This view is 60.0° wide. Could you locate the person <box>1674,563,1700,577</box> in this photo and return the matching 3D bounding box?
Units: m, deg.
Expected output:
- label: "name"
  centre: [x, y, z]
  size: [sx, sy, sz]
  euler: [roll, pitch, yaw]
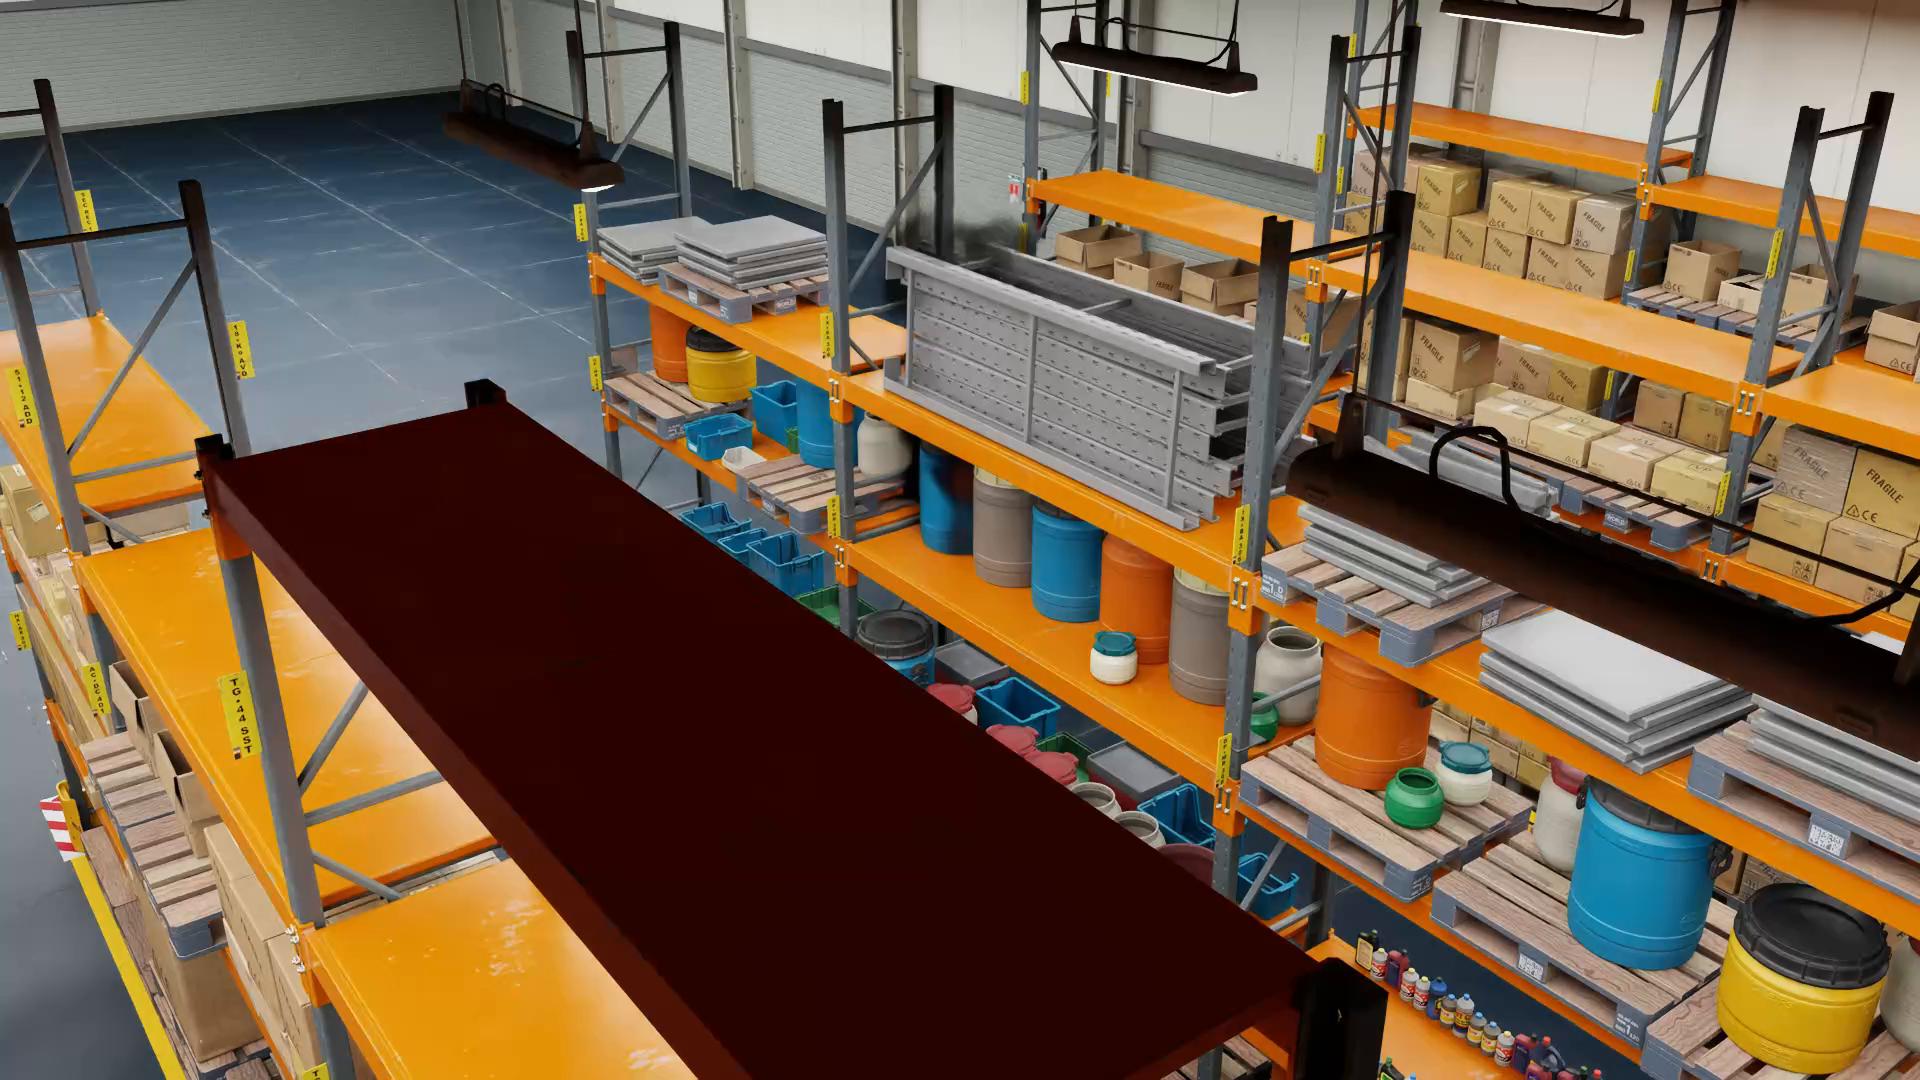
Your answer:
- label: "person"
  centre: [6.304, 0.949, 14.743]
  size: [0.695, 1.781, 1.045]
  euler: [-22, 33, -39]
